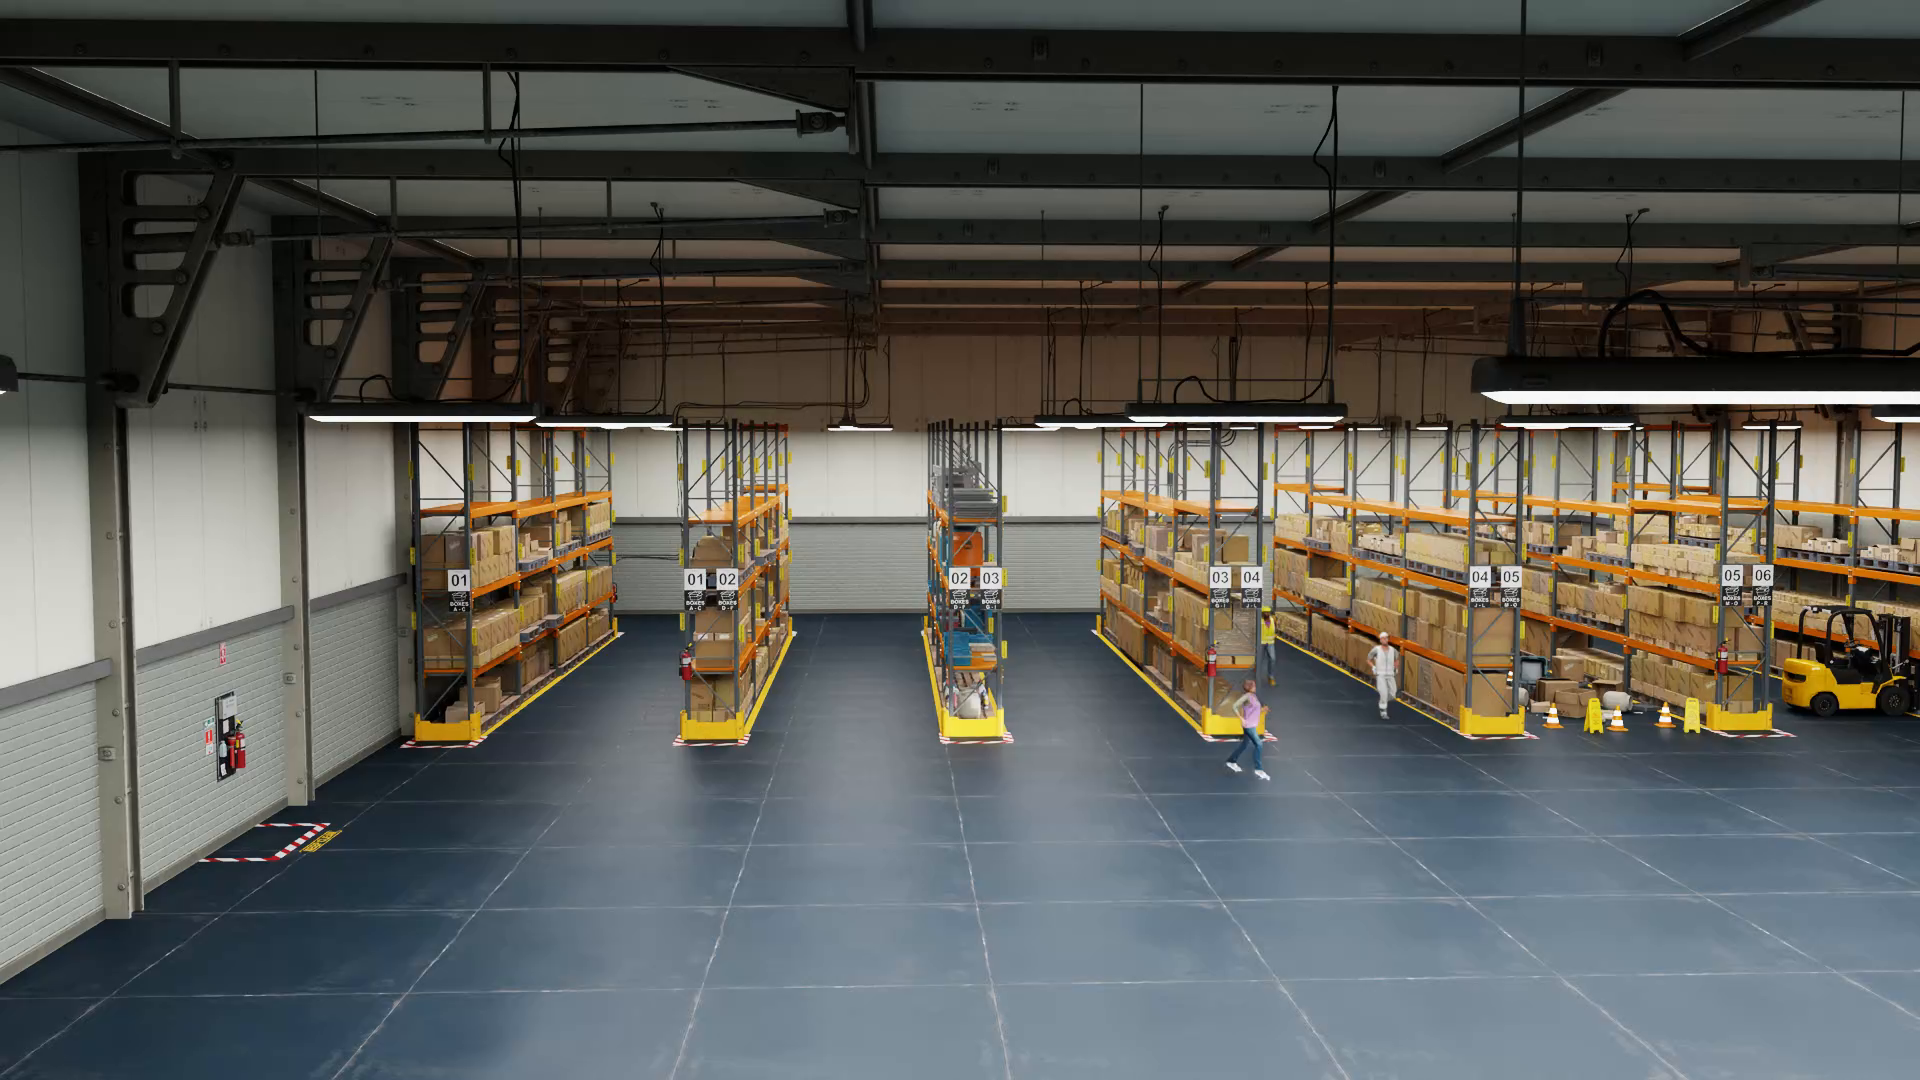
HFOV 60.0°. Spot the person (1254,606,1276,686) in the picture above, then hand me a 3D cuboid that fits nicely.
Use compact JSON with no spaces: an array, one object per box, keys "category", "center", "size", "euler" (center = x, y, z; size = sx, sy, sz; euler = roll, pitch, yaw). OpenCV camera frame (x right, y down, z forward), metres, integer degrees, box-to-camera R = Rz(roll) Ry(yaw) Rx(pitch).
[{"category":"person","center":[6.963,2.404,38.062],"size":[0.633,1.816,0.854],"euler":[0,4,-7]}]

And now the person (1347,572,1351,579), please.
[{"category":"person","center":[11.523,1.745,49.277],"size":[0.563,1.668,0.596],"euler":[0,4,3]}]

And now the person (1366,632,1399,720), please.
[{"category":"person","center":[8.501,2.716,33.384],"size":[0.657,1.738,0.673],"euler":[0,4,-4]}]

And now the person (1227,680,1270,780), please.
[{"category":"person","center":[4.799,3.136,27.691],"size":[0.757,1.636,0.514],"euler":[2,4,23]}]

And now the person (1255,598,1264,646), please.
[{"category":"person","center":[7.871,1.984,44.843],"size":[0.671,1.787,0.862],"euler":[0,4,0]}]
